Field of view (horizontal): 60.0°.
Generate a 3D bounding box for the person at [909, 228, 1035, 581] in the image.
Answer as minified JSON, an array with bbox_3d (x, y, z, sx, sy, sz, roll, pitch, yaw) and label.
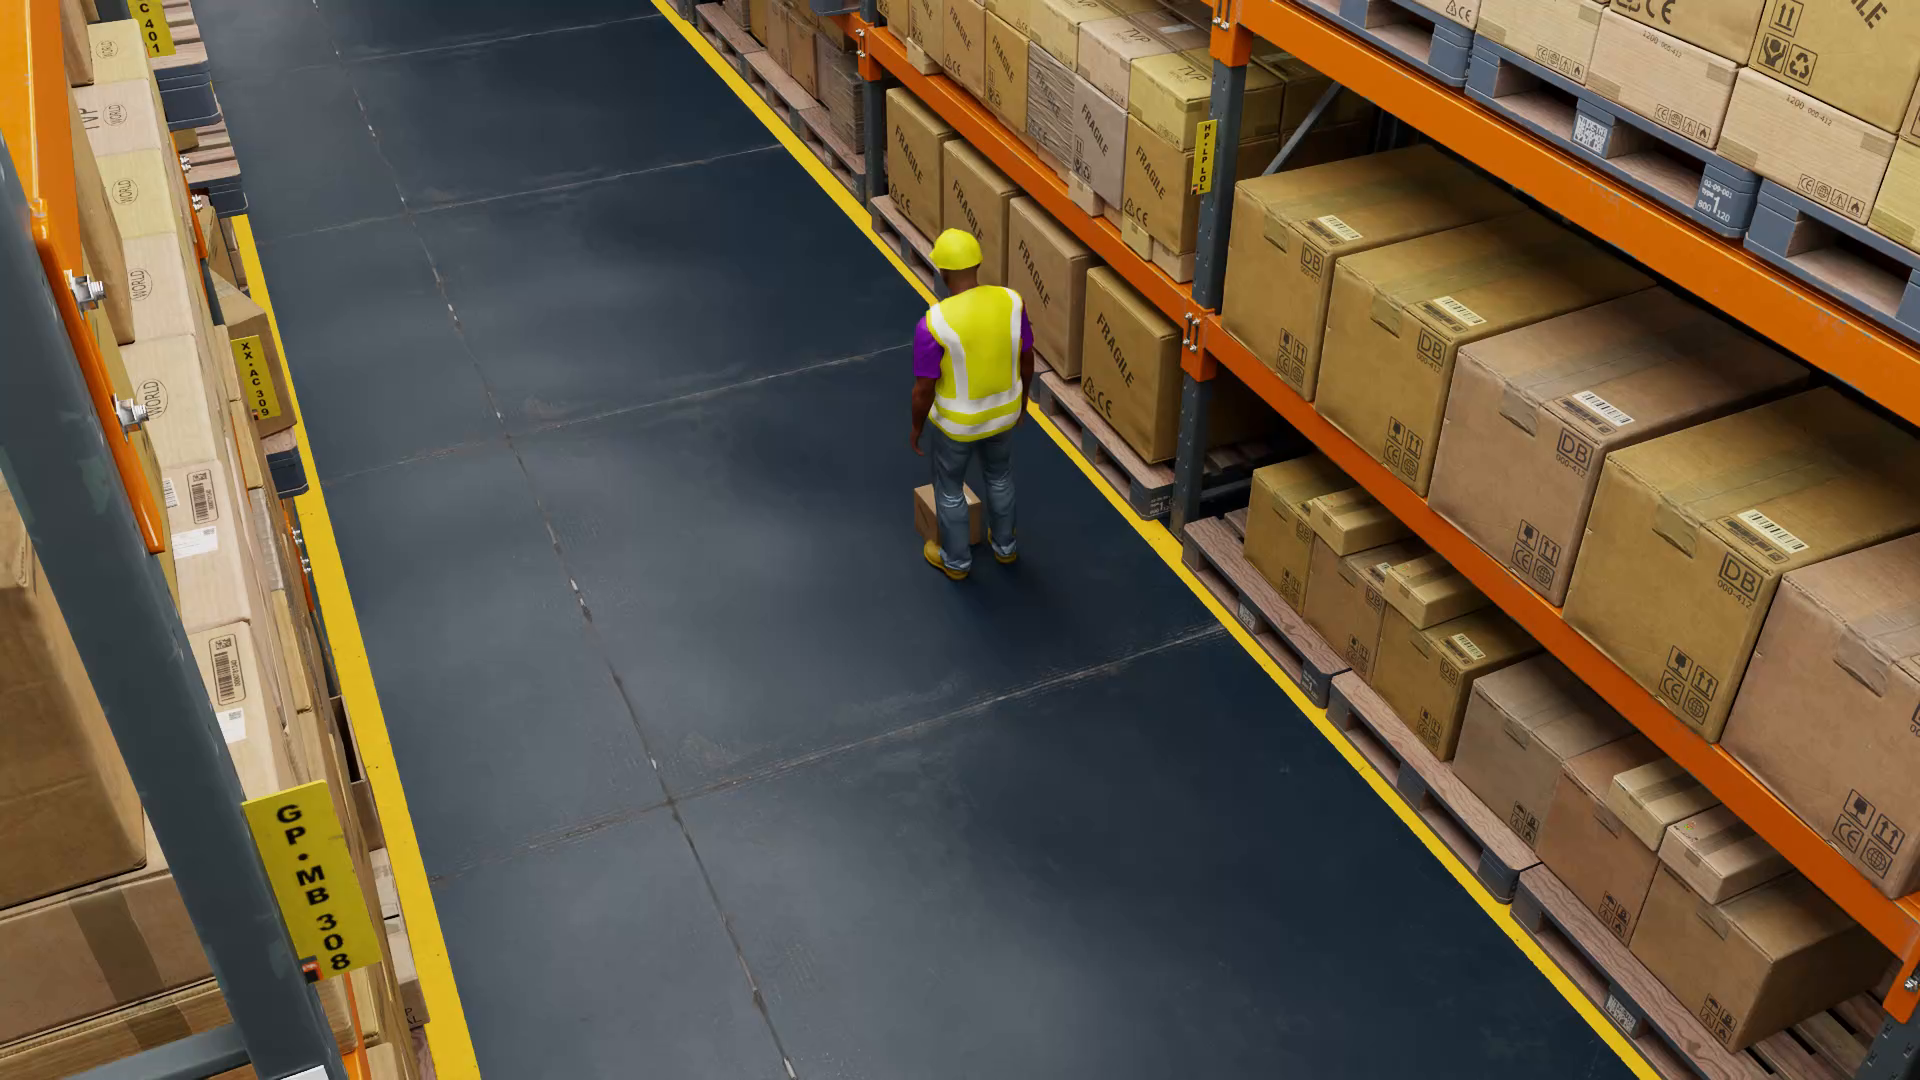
[{"bbox_3d":[0.043,-0.600,7.637,0.626,1.759,0.463,-17,40,-22],"label":"person"}]
